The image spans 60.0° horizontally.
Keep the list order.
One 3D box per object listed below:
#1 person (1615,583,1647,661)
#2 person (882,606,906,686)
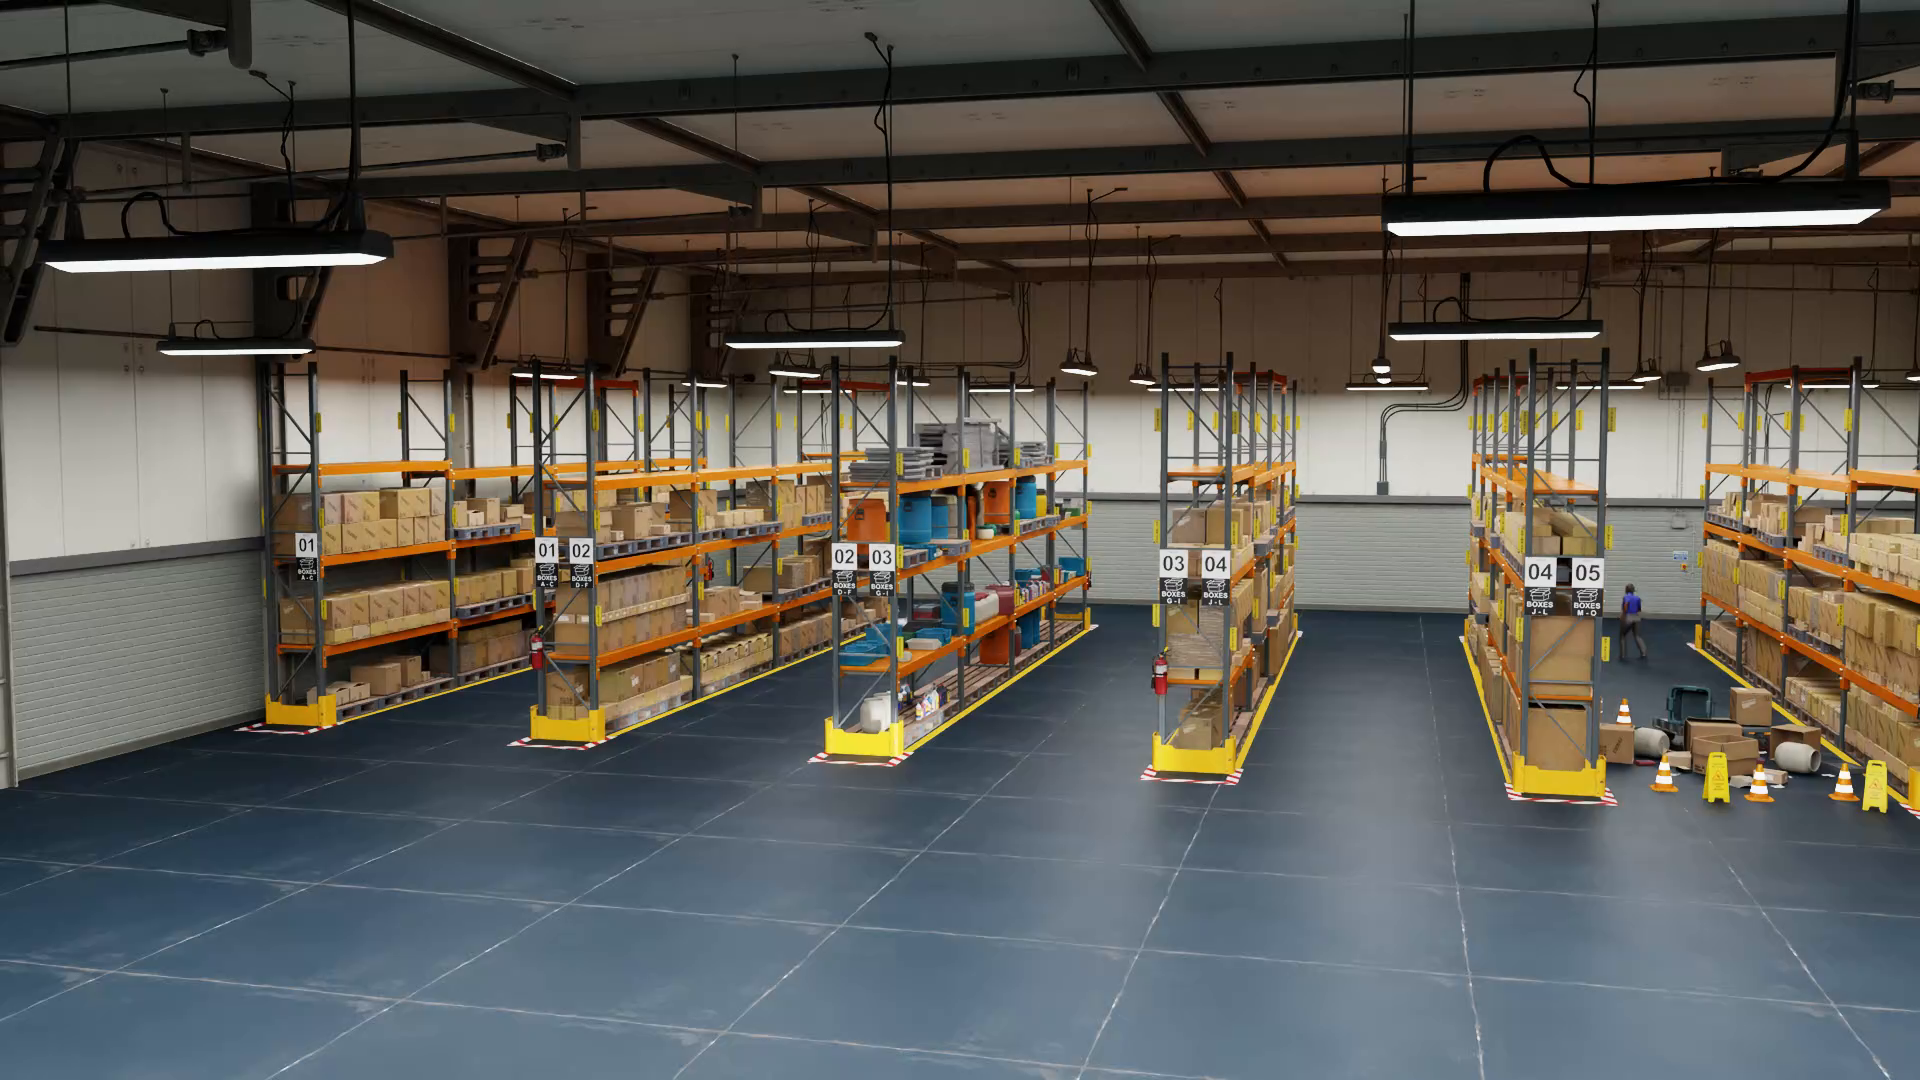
[{"bbox_3d":[14.066,1.748,34.793,0.581,1.633,0.965,-1,4,-8],"label":"person"},{"bbox_3d":[-1.206,2.020,30.582,0.602,1.639,0.734,2,4,25],"label":"person"}]
